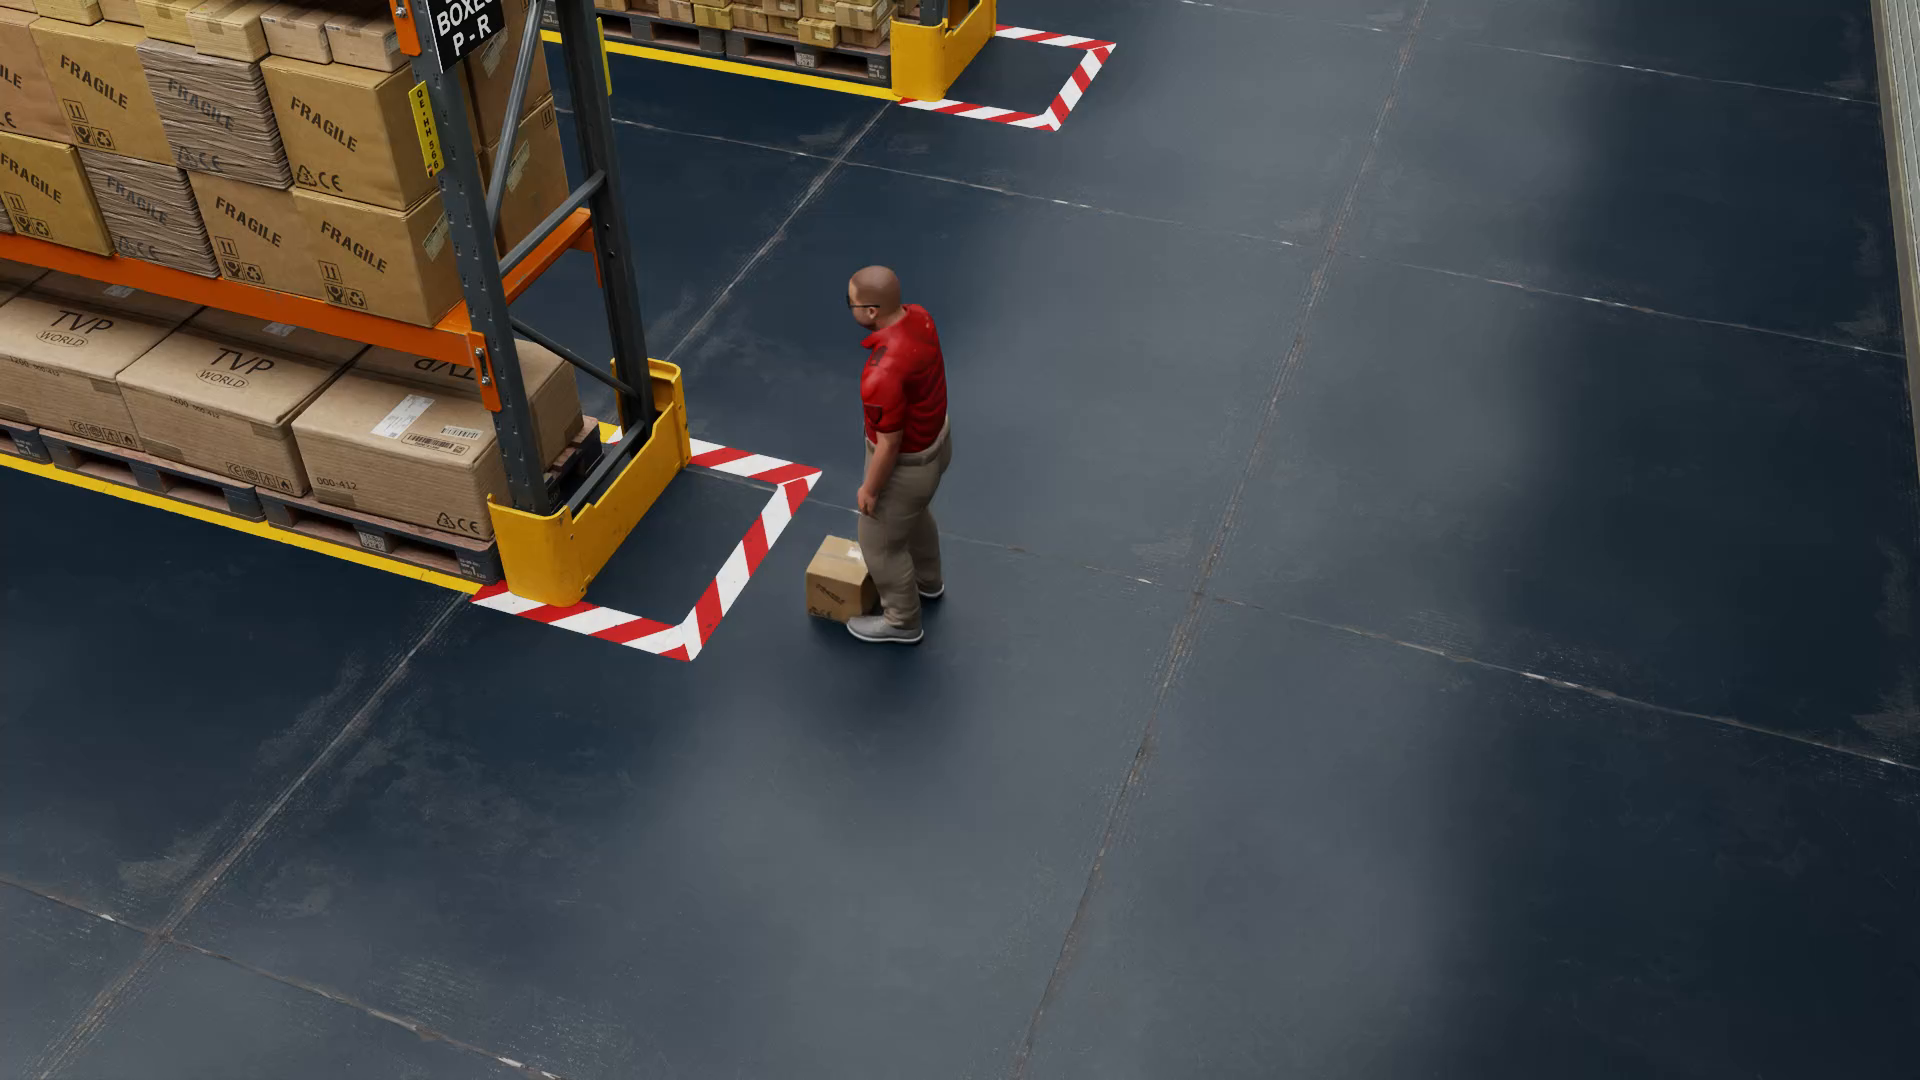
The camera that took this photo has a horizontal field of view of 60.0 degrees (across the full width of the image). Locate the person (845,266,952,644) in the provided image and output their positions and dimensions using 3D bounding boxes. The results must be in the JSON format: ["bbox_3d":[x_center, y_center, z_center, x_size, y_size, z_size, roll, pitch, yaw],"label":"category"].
[{"bbox_3d":[-0.247,-0.326,6.542,0.391,1.726,0.582,12,43,13],"label":"person"}]
